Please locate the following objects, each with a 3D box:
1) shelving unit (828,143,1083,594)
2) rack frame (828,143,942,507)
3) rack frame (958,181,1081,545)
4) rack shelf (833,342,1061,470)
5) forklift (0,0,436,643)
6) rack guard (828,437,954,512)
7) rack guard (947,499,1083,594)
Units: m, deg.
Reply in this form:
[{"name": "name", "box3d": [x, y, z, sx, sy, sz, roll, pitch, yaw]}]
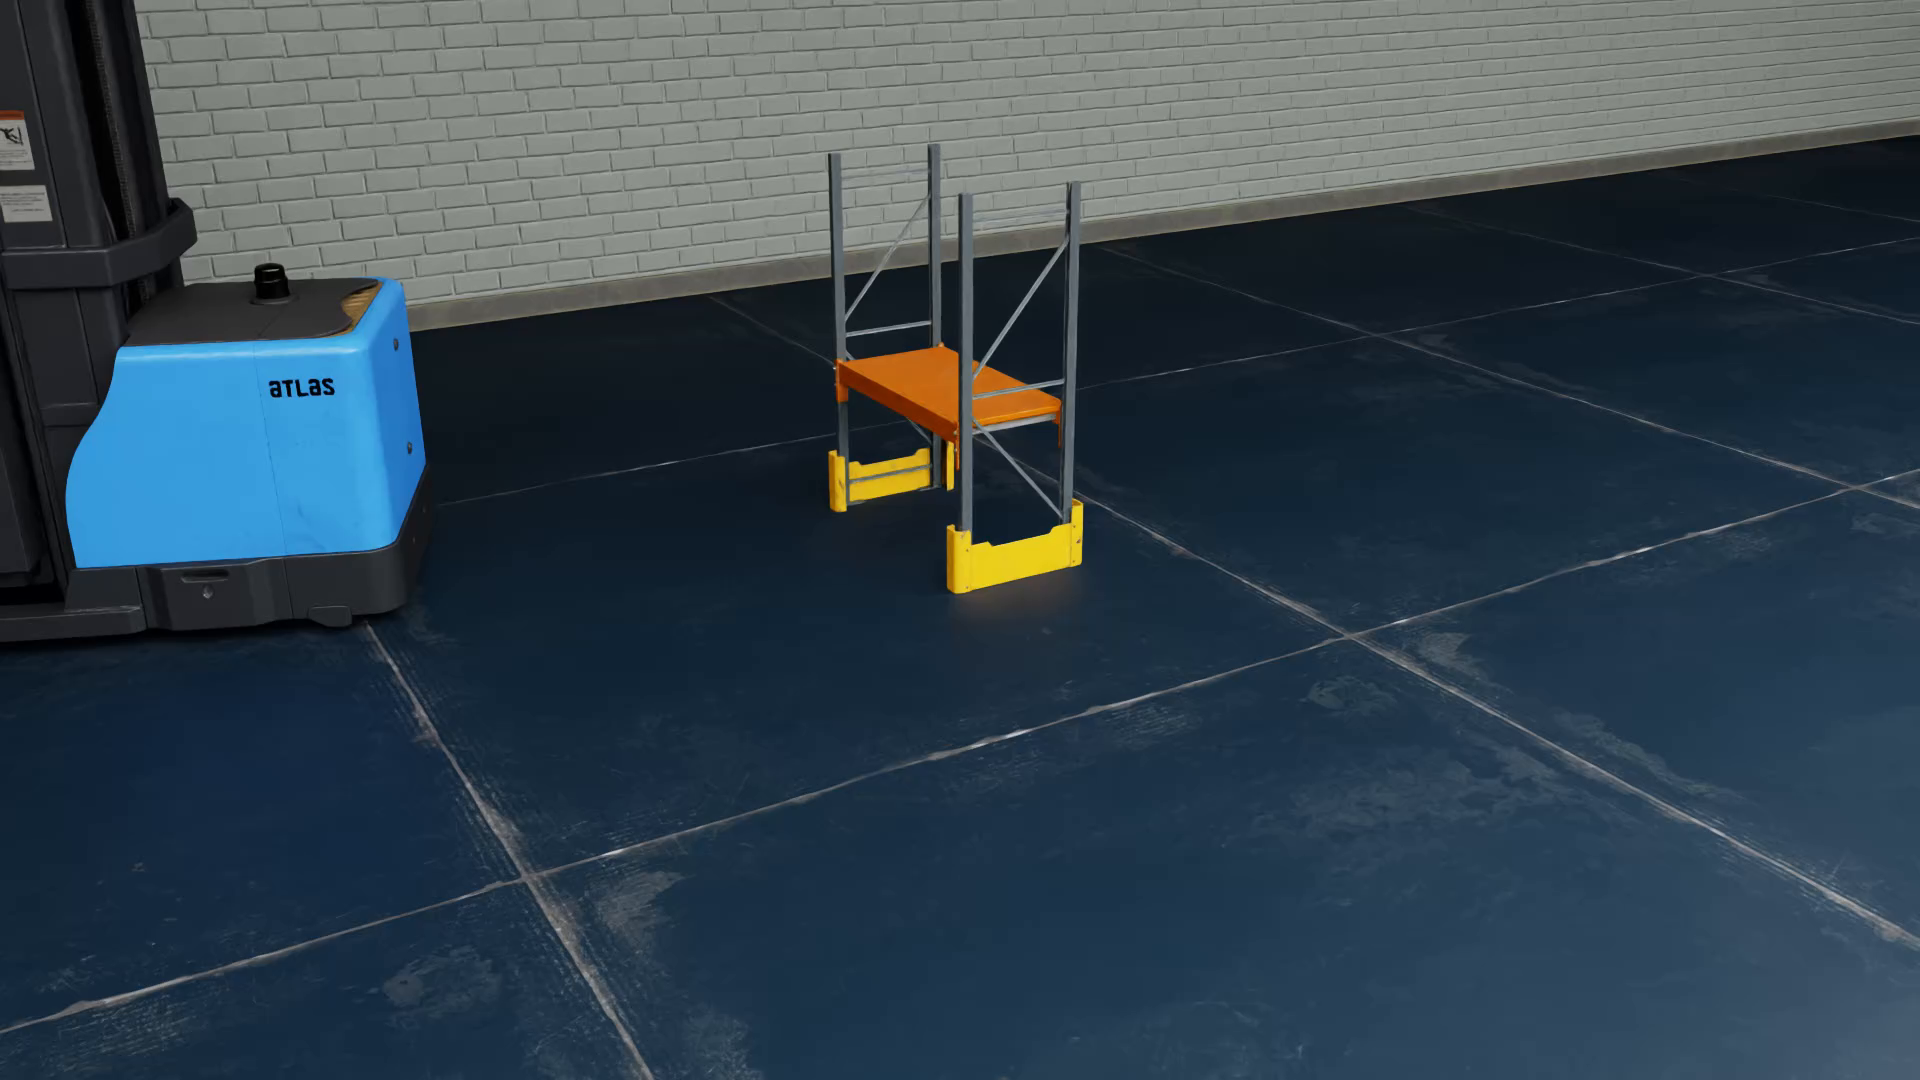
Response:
[{"name": "shelving unit", "box3d": [-0.039, -0.719, 6.590, 0.587, 1.500, 1.083, -13, 25, -28]}, {"name": "rack frame", "box3d": [-0.303, -0.887, 7.002, 0.500, 1.500, 0.032, -13, 25, -28]}, {"name": "rack frame", "box3d": [0.216, -0.558, 6.192, 0.500, 1.500, 0.032, -13, 25, -28]}, {"name": "rack shelf", "box3d": [-0.044, -0.556, 6.665, 0.538, 0.185, 1.000, -13, 25, -28]}, {"name": "forklift", "box3d": [-3.581, -1.133, 5.706, 3.031, 2.935, 1.130, -4, 22, -9]}, {"name": "rack guard", "box3d": [-0.293, -0.302, 7.222, 0.587, 0.250, 0.087, -13, 25, -28]}, {"name": "rack guard", "box3d": [0.215, 0.021, 6.428, 0.587, 0.250, 0.087, -13, 25, -28]}]
